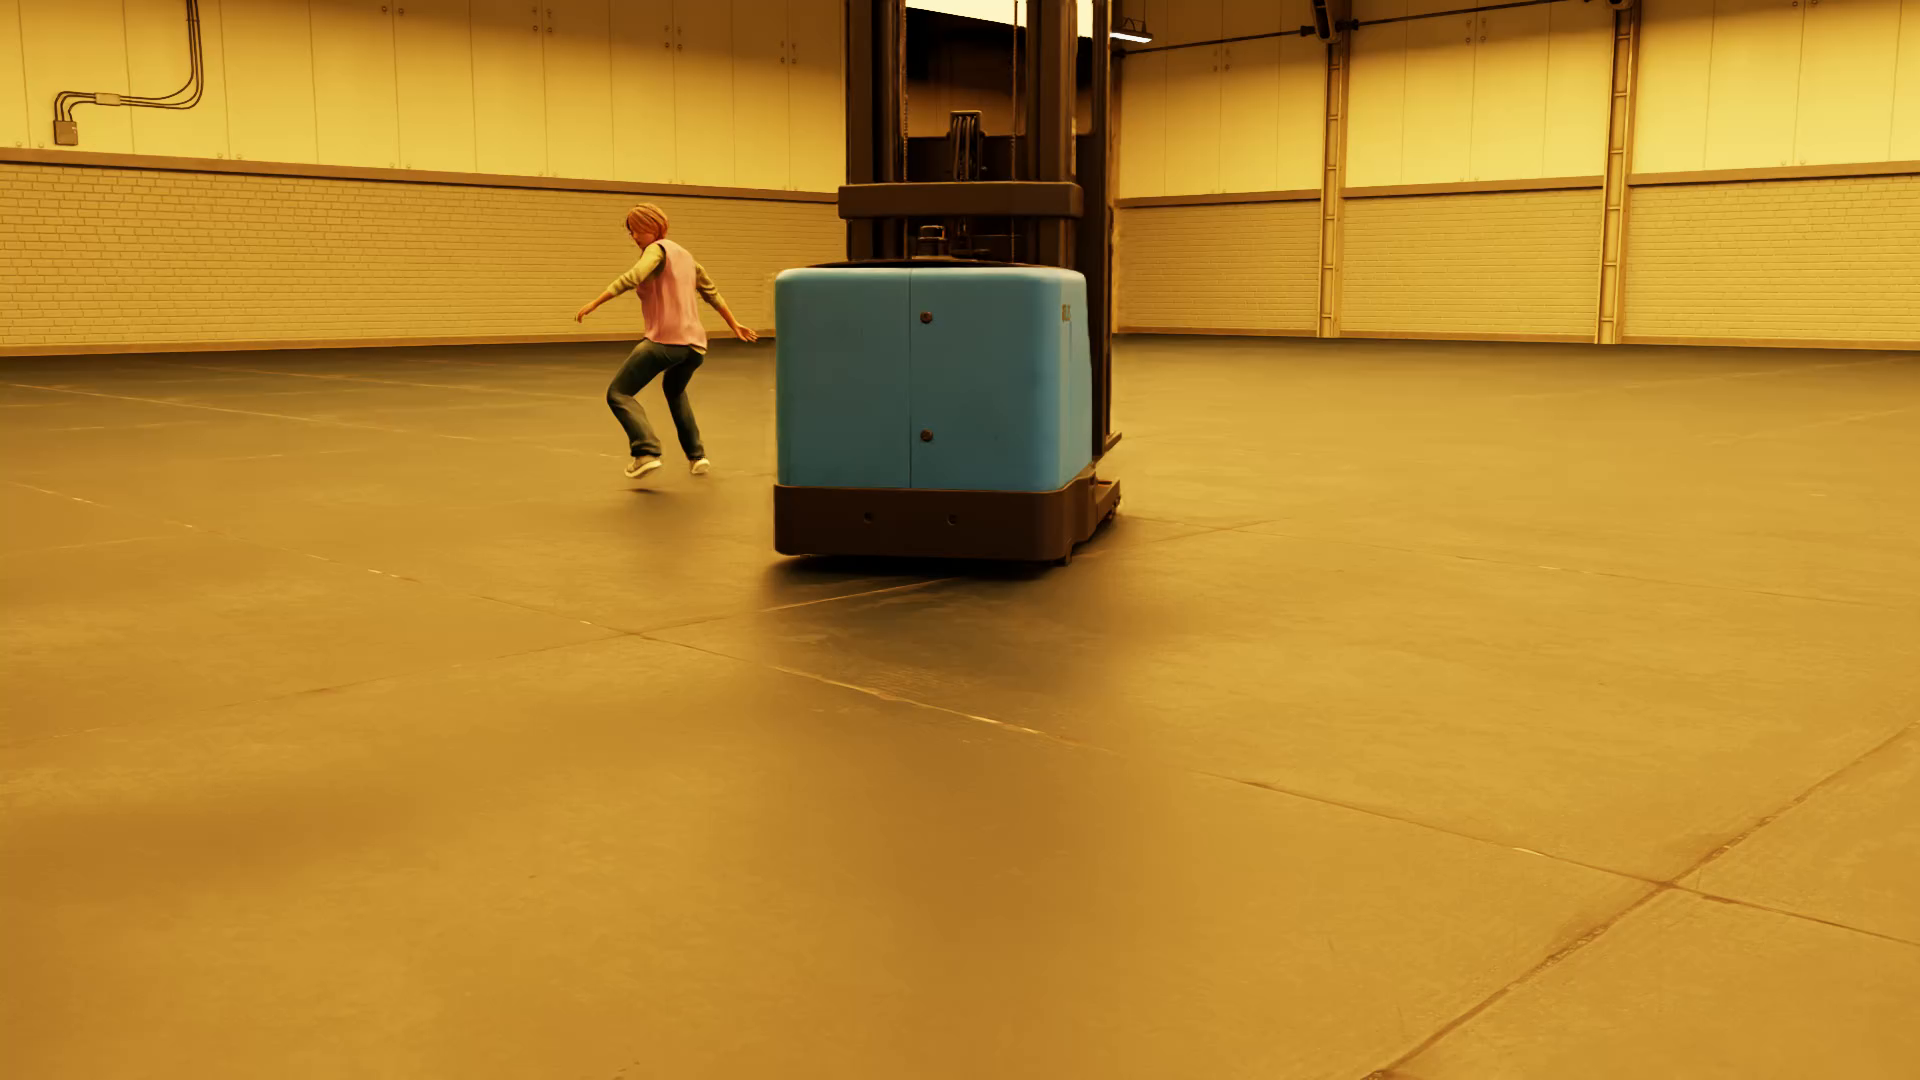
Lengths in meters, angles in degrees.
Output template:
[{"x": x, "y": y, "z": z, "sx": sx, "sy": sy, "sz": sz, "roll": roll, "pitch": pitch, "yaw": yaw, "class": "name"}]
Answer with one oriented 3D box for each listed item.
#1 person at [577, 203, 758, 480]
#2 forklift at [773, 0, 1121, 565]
[{"x": -1.510, "y": -0.993, "z": 8.758, "sx": 0.498, "sy": 1.522, "sz": 0.984, "roll": 5, "pitch": 10, "yaw": 28, "class": "person"}, {"x": 0.115, "y": -1.539, "z": 7.092, "sx": 1.130, "sy": 2.935, "sz": 3.031, "roll": 2, "pitch": 9, "yaw": 11, "class": "forklift"}]
